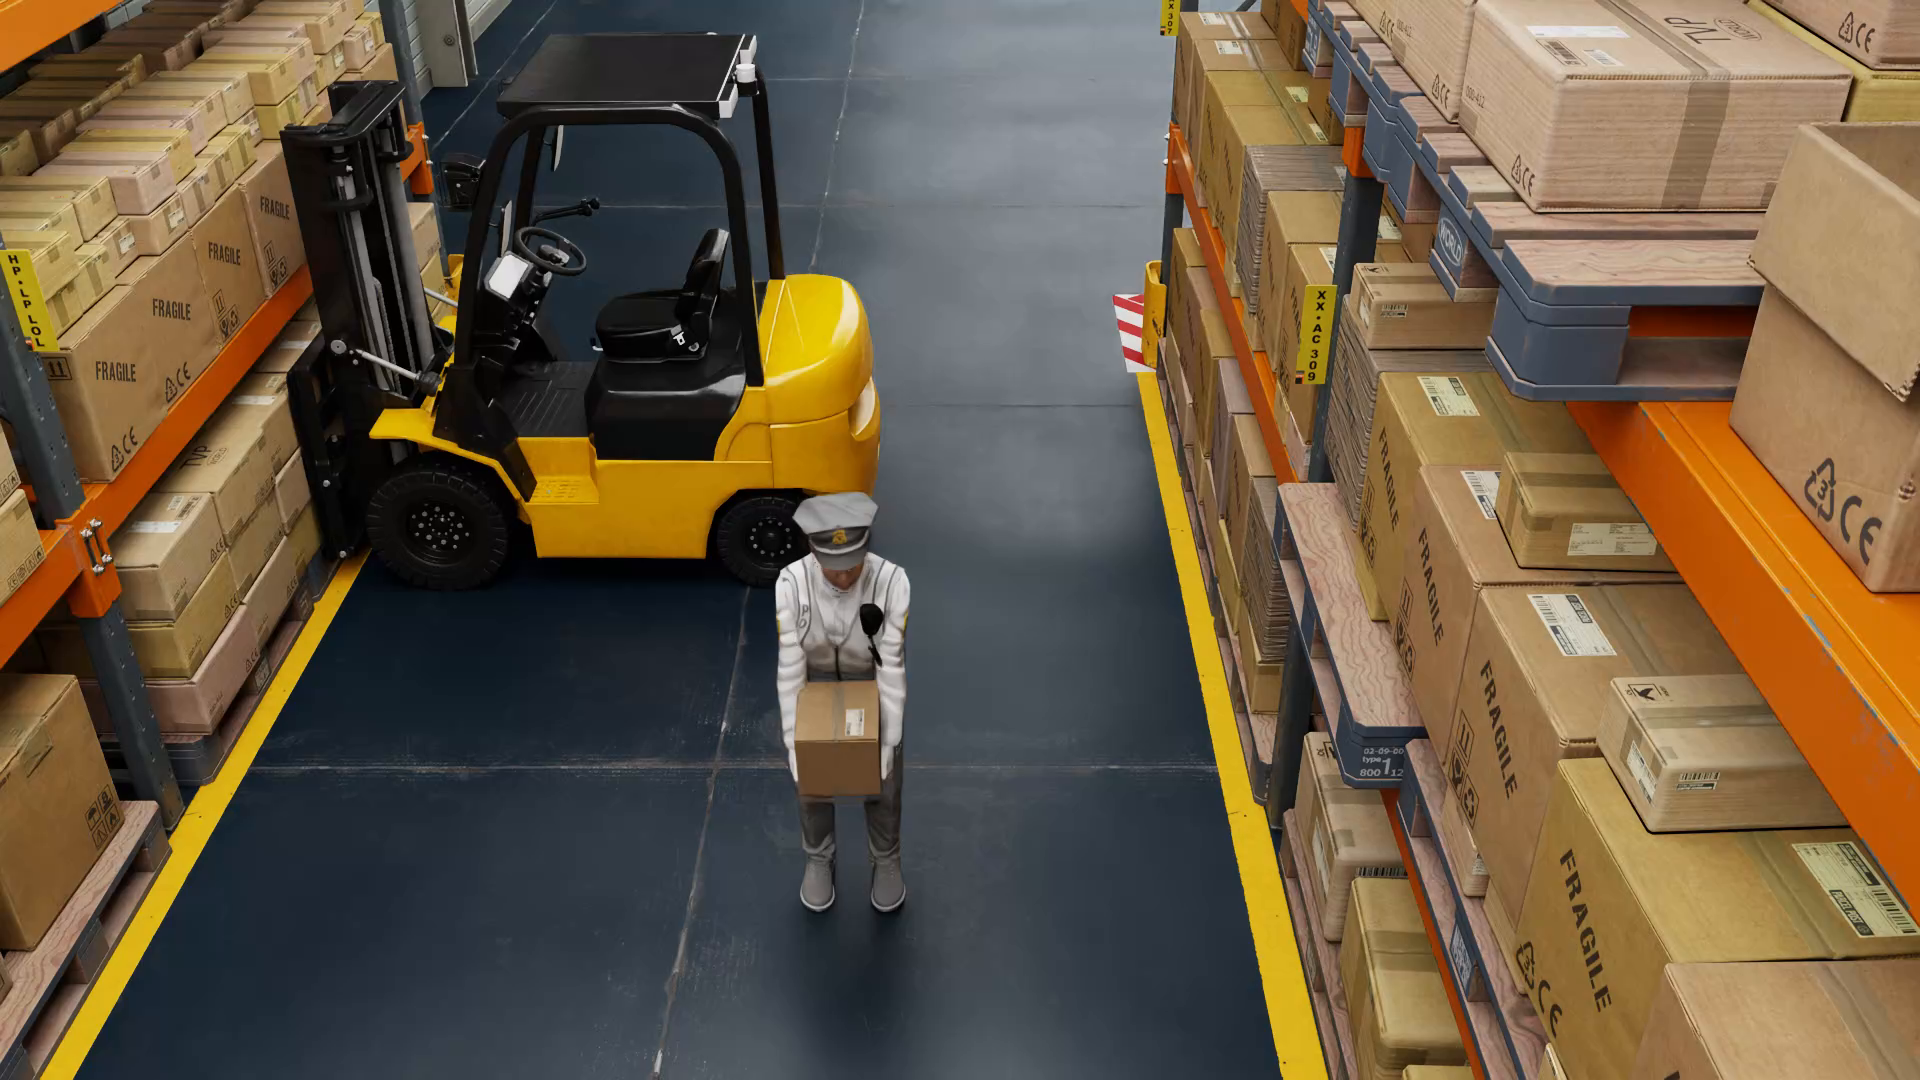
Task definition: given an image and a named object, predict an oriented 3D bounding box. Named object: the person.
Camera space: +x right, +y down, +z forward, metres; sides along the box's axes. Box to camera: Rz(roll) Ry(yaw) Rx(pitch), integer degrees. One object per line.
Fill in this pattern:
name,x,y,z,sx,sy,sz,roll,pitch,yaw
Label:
person,-0.345,0.474,5.362,0.547,1.666,0.371,-2,32,-3
